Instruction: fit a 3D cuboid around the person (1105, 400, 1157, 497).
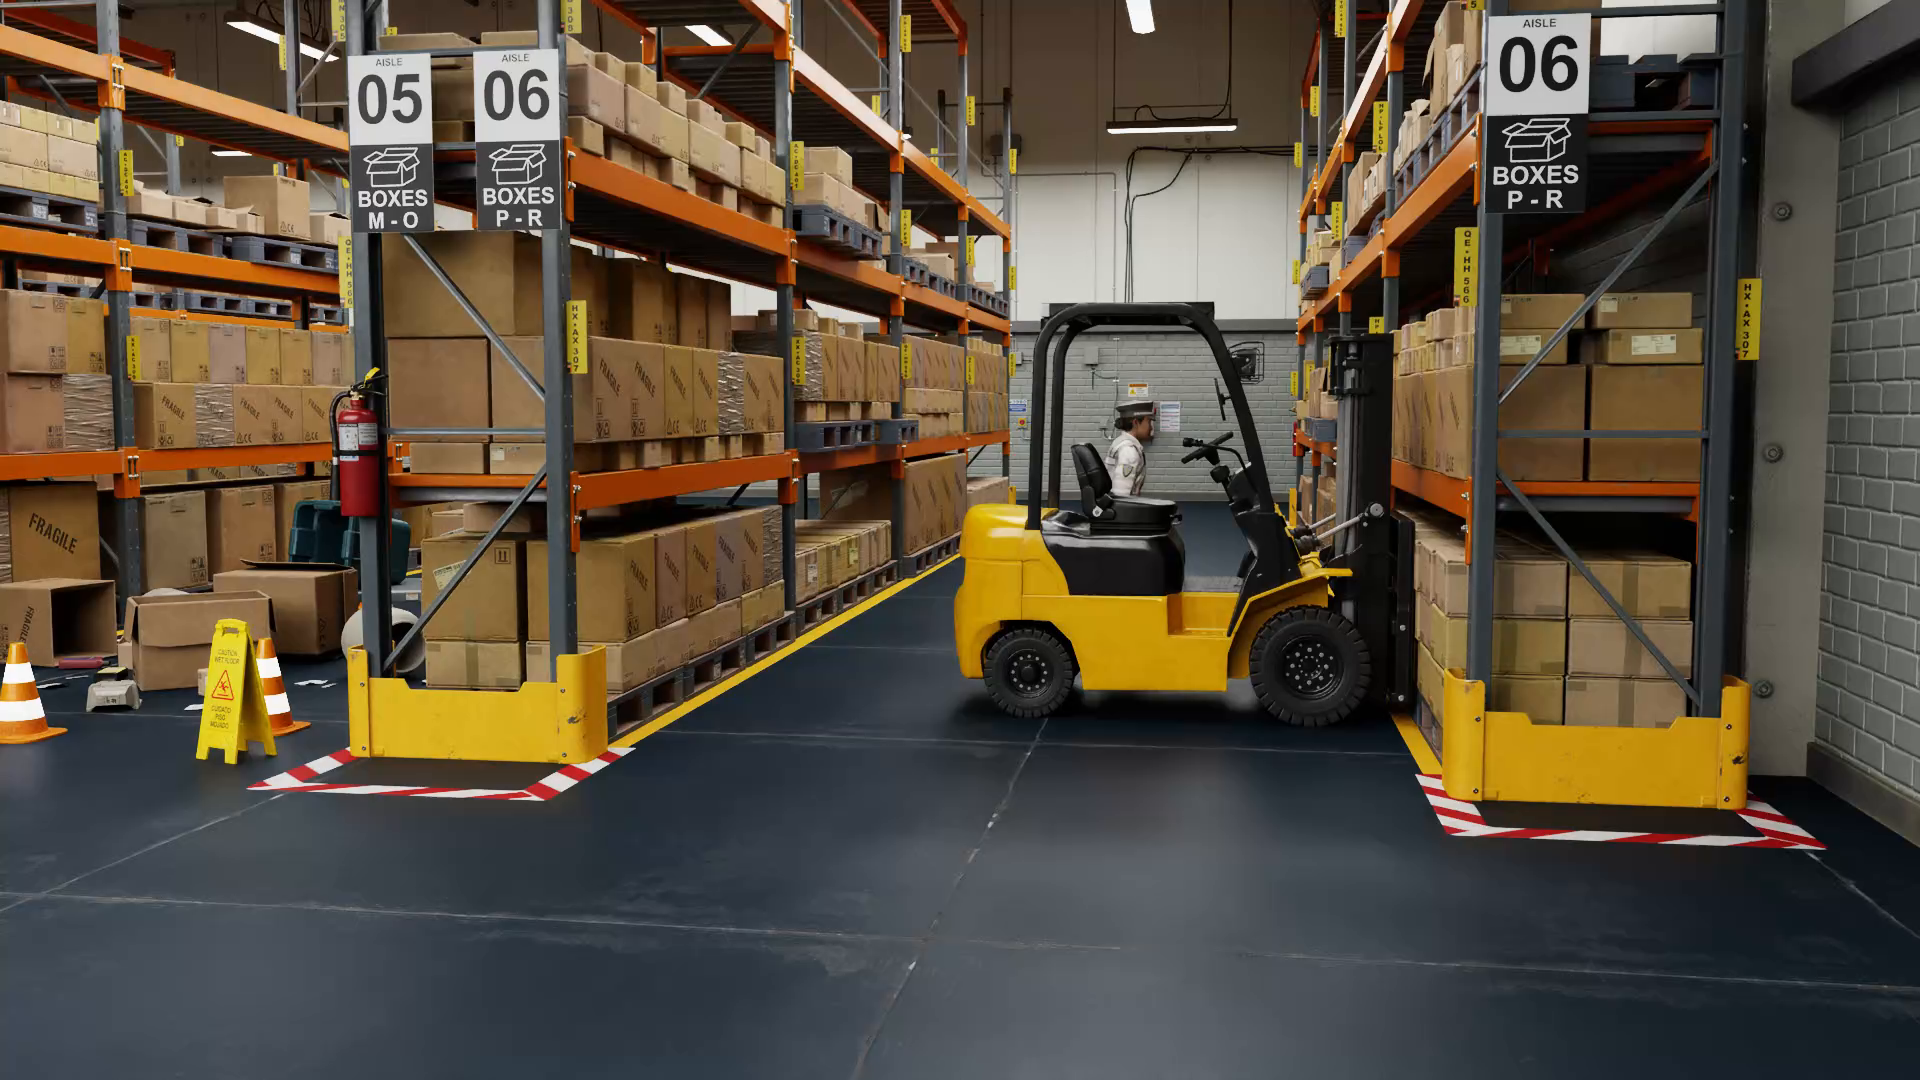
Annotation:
[{"bbox_3d":[1.071,-0.066,10.685,0.374,1.665,0.546,0,5,5],"label":"person"}]
